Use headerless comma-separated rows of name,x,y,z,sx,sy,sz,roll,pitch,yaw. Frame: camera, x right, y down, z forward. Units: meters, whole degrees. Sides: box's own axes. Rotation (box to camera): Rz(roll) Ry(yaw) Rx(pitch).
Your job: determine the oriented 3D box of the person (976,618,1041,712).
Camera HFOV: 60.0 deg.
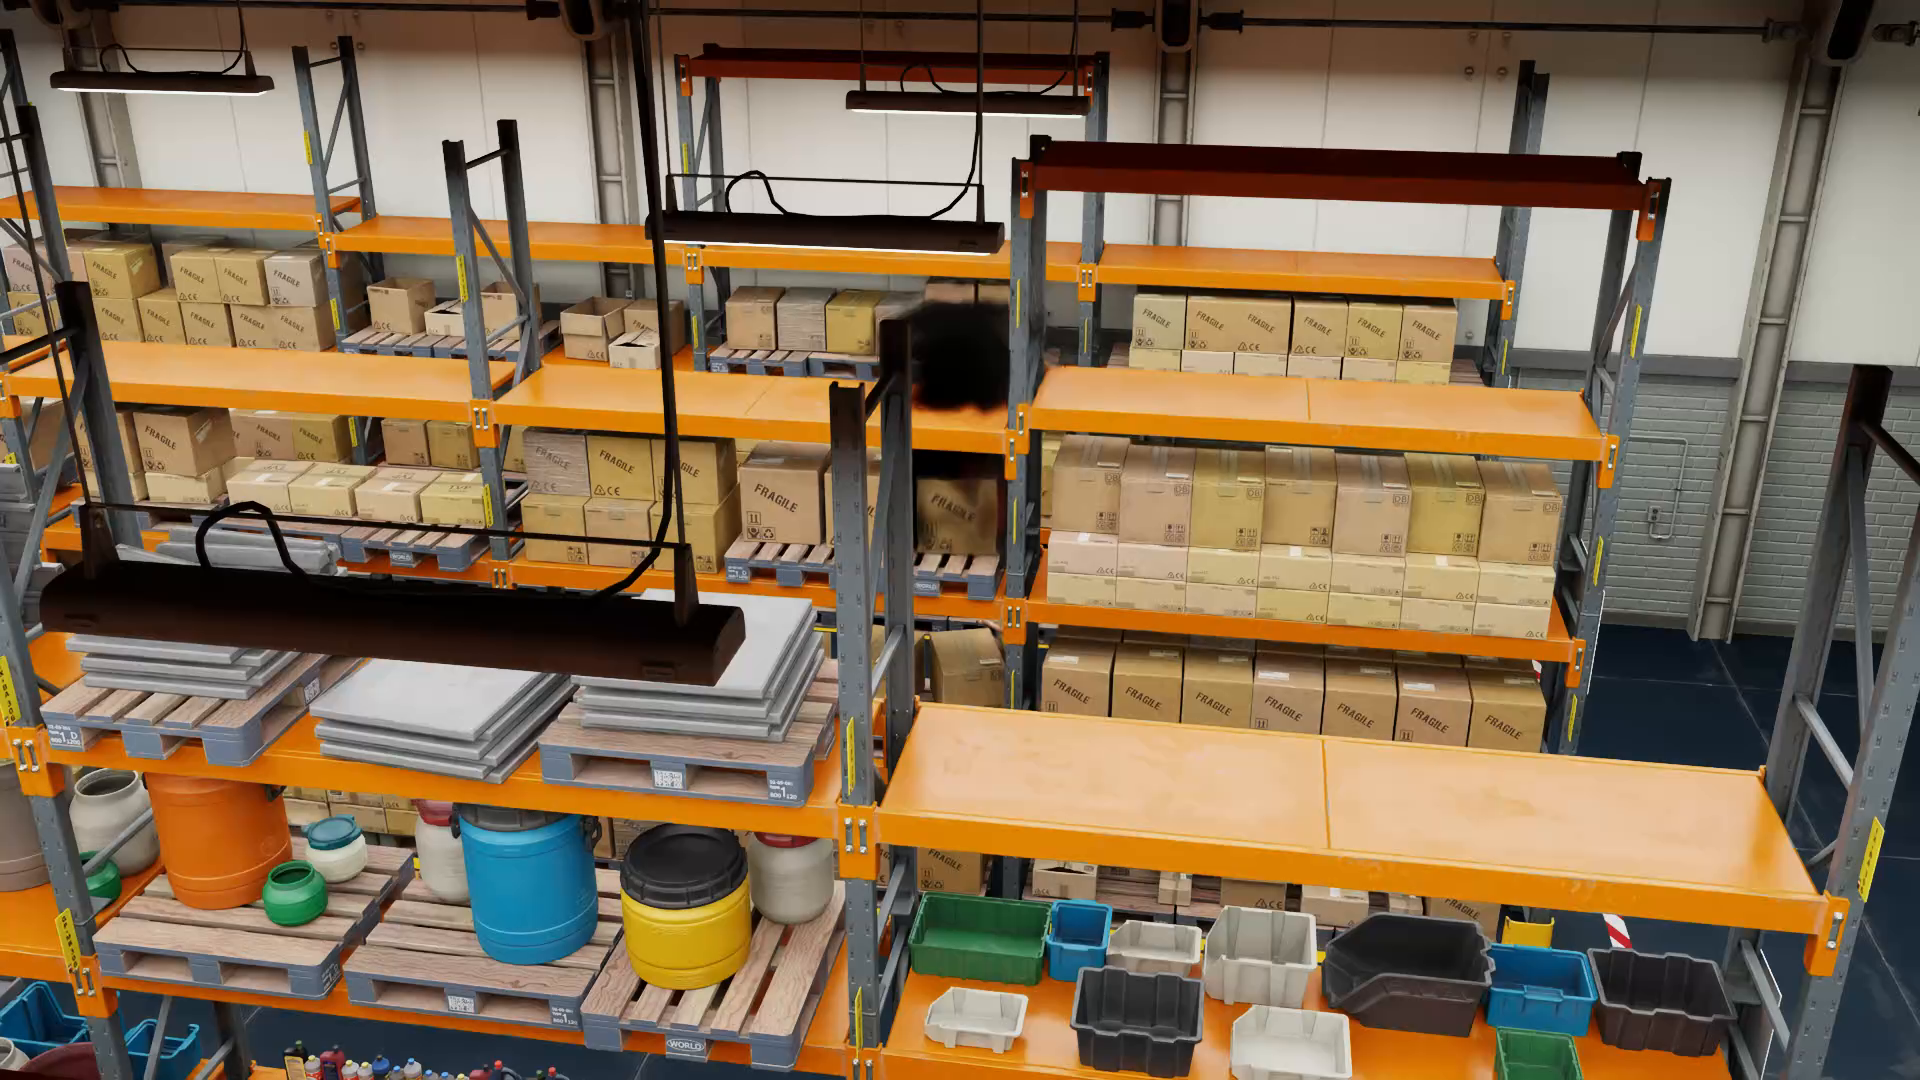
person,0.492,1.007,15.848,0.683,1.686,0.560,1,23,2
